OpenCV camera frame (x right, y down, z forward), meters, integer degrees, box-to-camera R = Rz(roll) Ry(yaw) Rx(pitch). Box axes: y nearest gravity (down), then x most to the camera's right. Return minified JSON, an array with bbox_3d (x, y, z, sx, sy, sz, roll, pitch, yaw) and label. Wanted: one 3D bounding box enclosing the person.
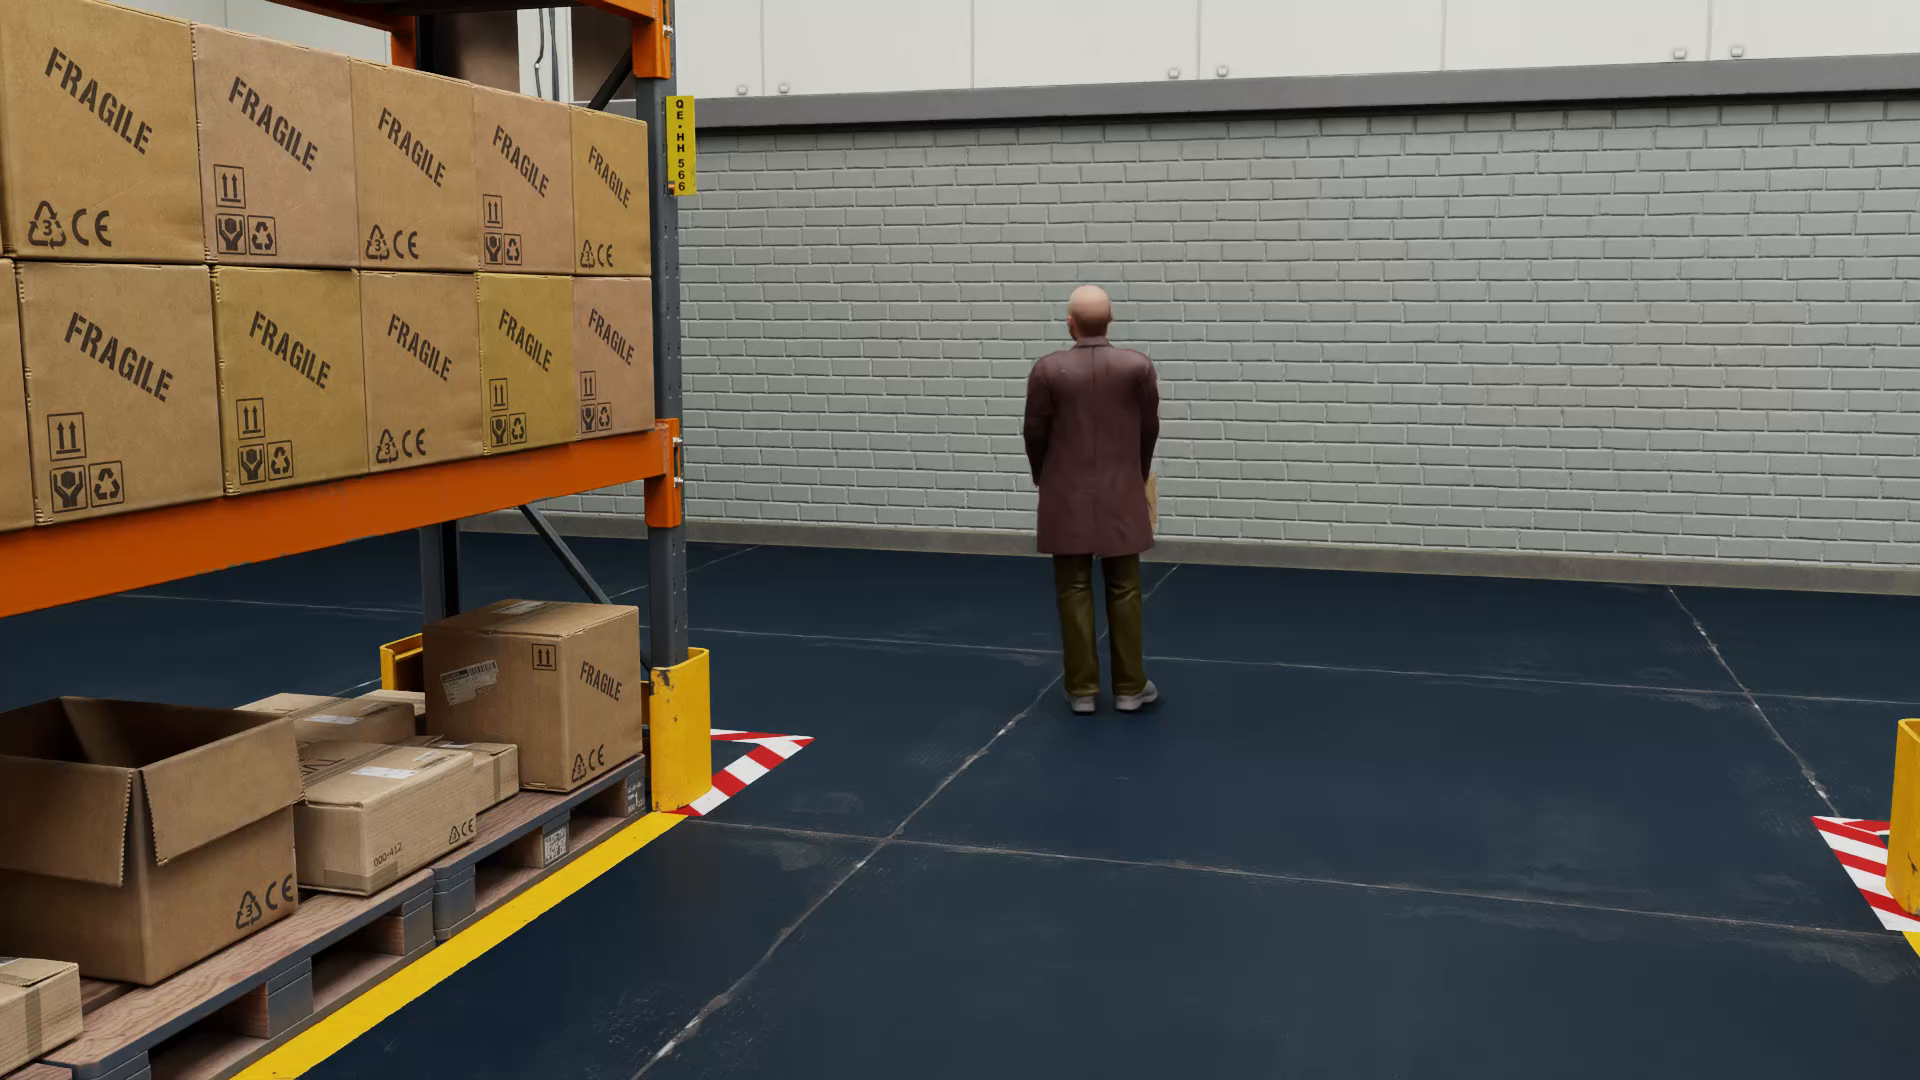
[{"bbox_3d":[0.564,-0.172,7.016,0.603,1.784,0.469,0,8,1],"label":"person"}]
